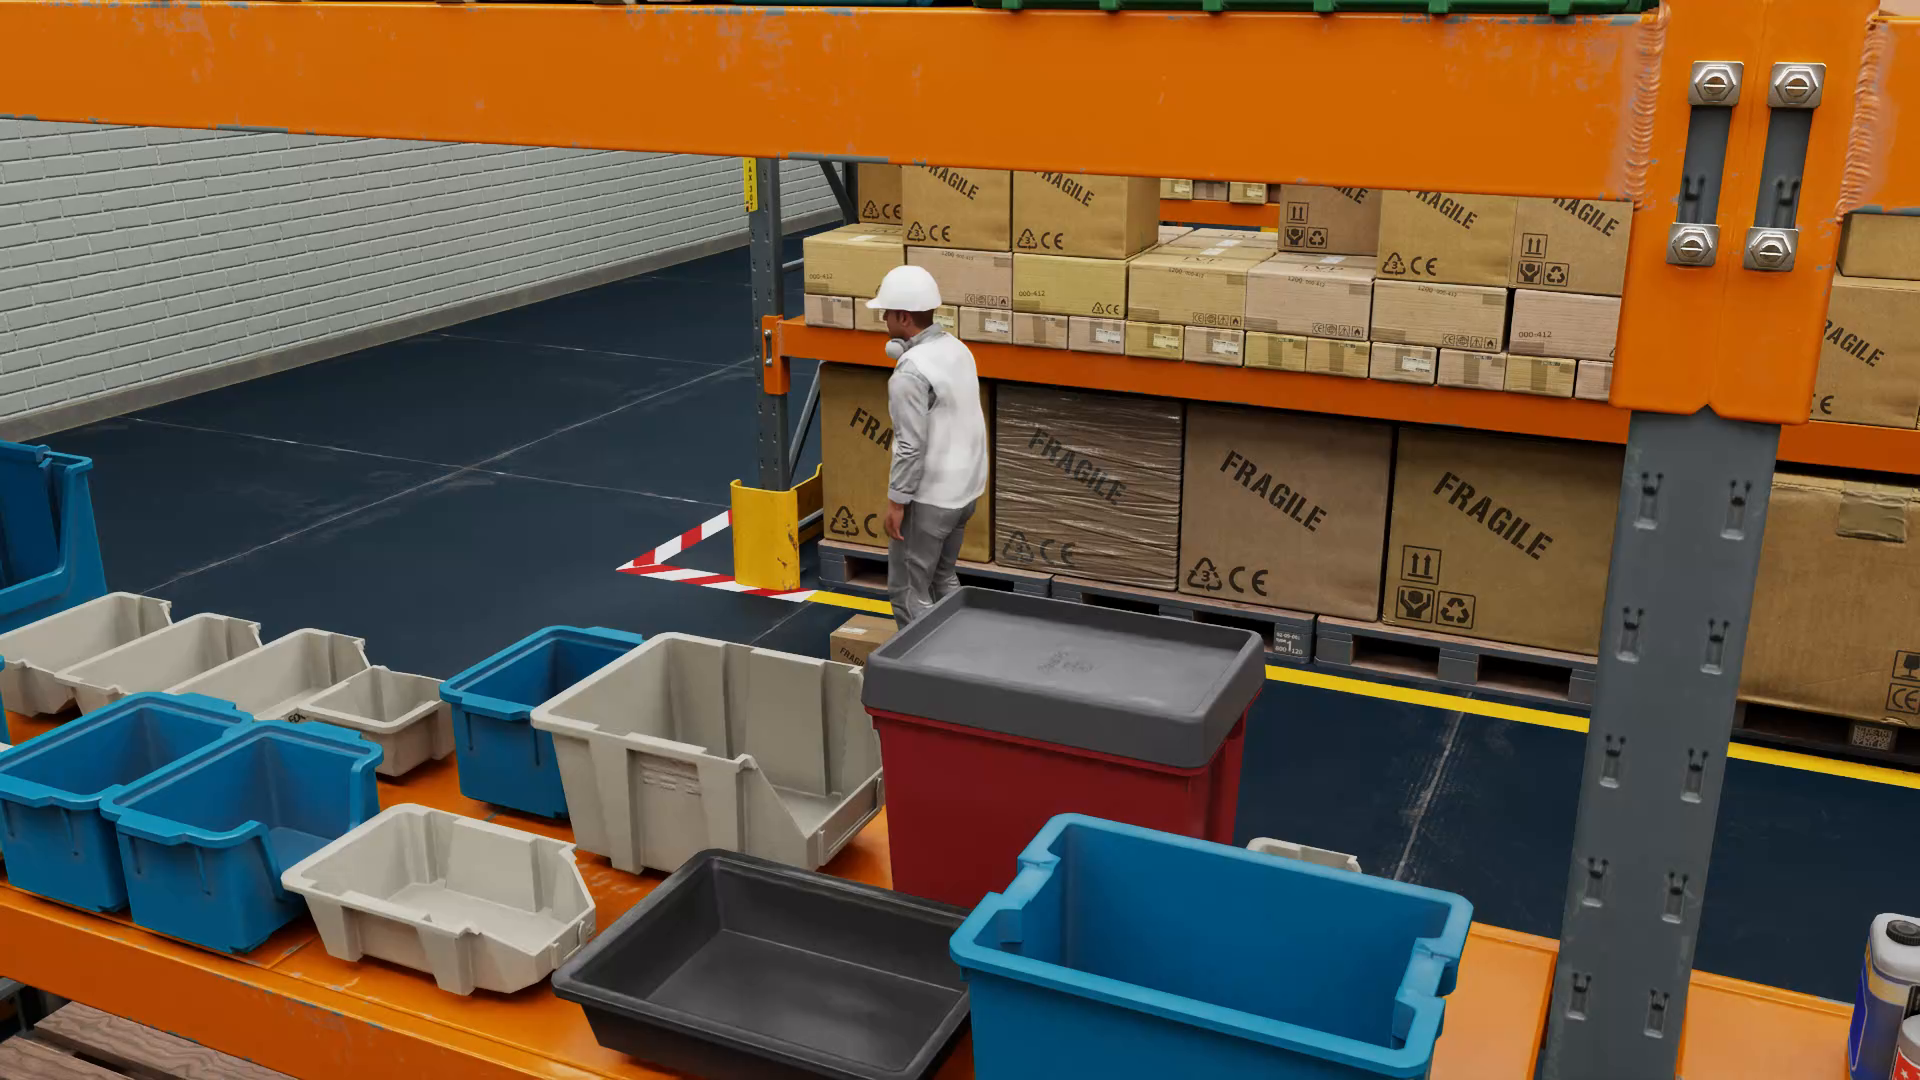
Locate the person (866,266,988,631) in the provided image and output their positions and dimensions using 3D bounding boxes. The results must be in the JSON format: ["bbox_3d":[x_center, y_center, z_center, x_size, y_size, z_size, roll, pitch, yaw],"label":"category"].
[{"bbox_3d":[-0.129,-0.204,6.621,0.464,1.770,0.579,8,20,22],"label":"person"}]
